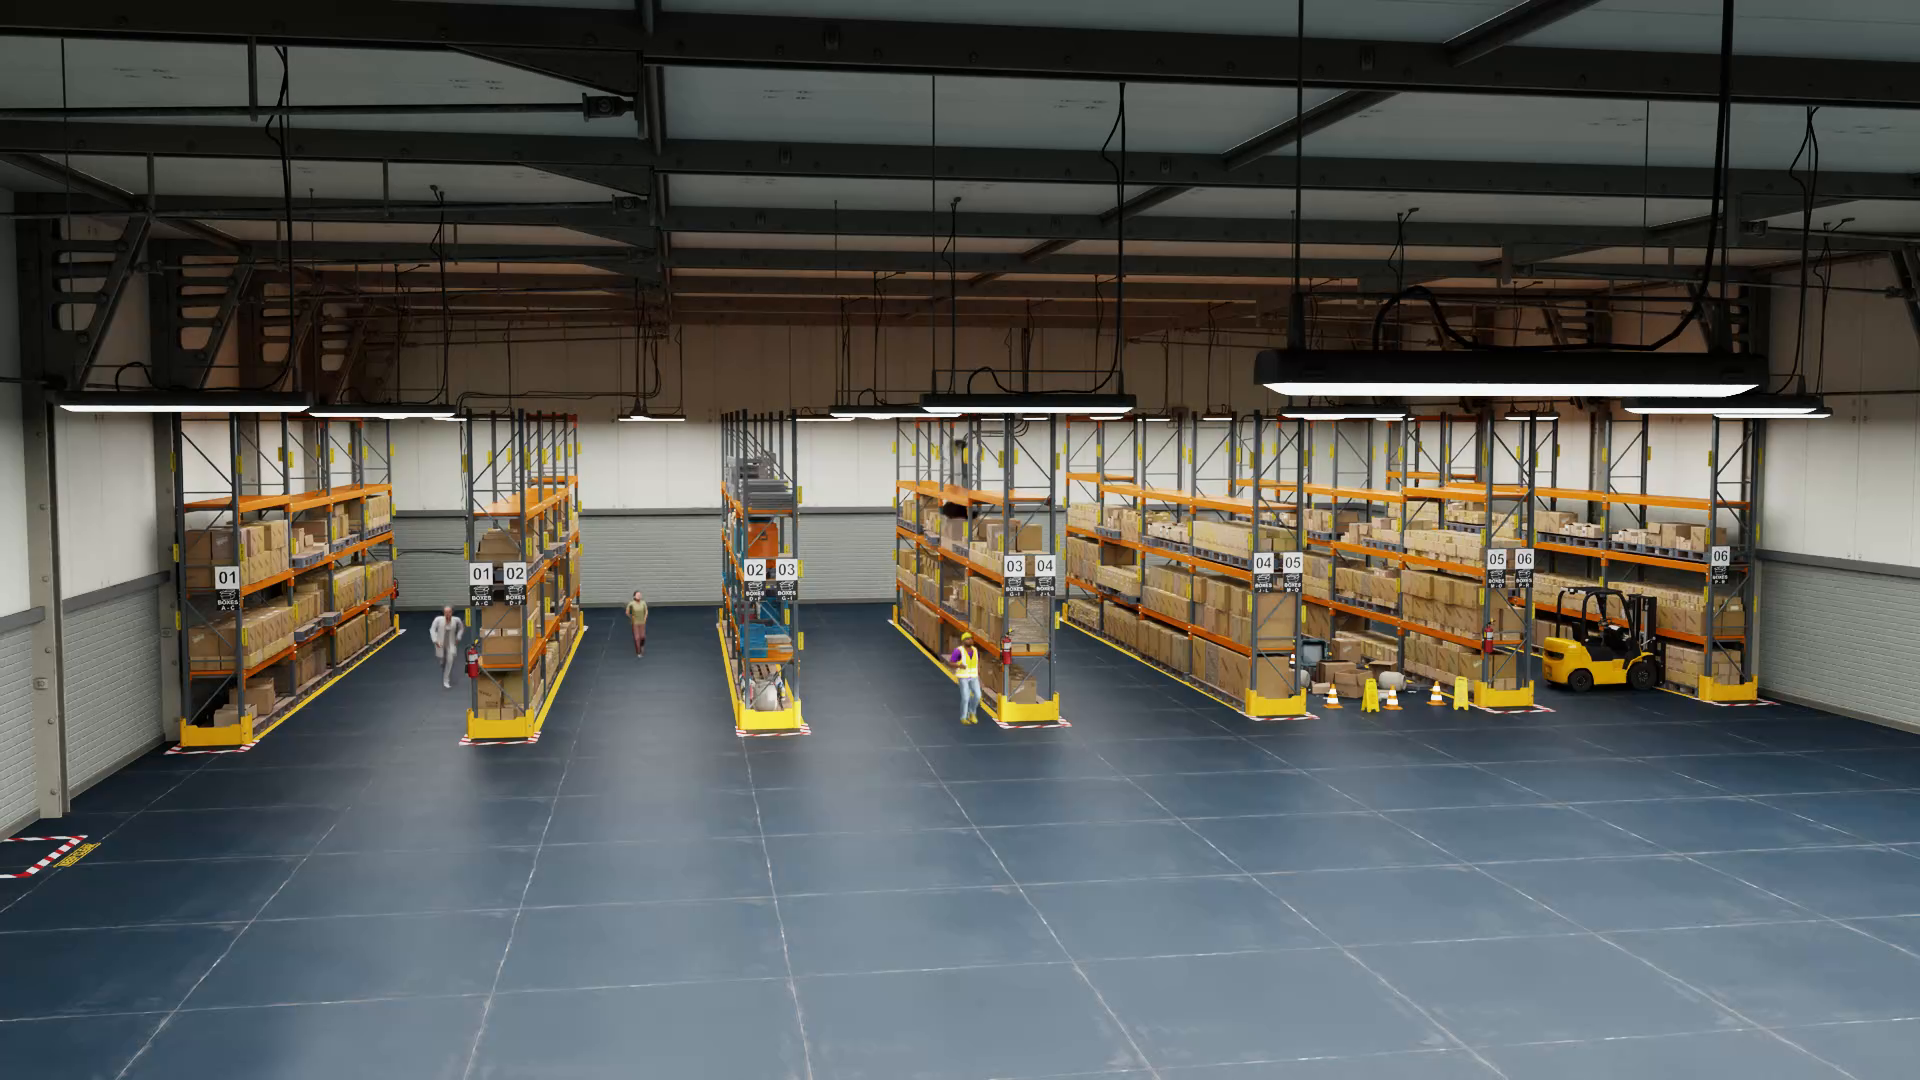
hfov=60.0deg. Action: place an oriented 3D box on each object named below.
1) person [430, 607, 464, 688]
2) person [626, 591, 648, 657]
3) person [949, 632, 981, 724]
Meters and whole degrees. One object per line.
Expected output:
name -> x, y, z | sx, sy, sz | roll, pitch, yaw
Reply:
person -> -11.264, 2.329, 36.550 | 0.718, 1.773, 1.002 | -1, 4, -14
person -> -7.916, 2.064, 40.825 | 0.567, 1.641, 0.563 | -2, 4, -22
person -> 0.155, 2.638, 31.694 | 0.687, 1.747, 0.582 | -2, 4, -25
